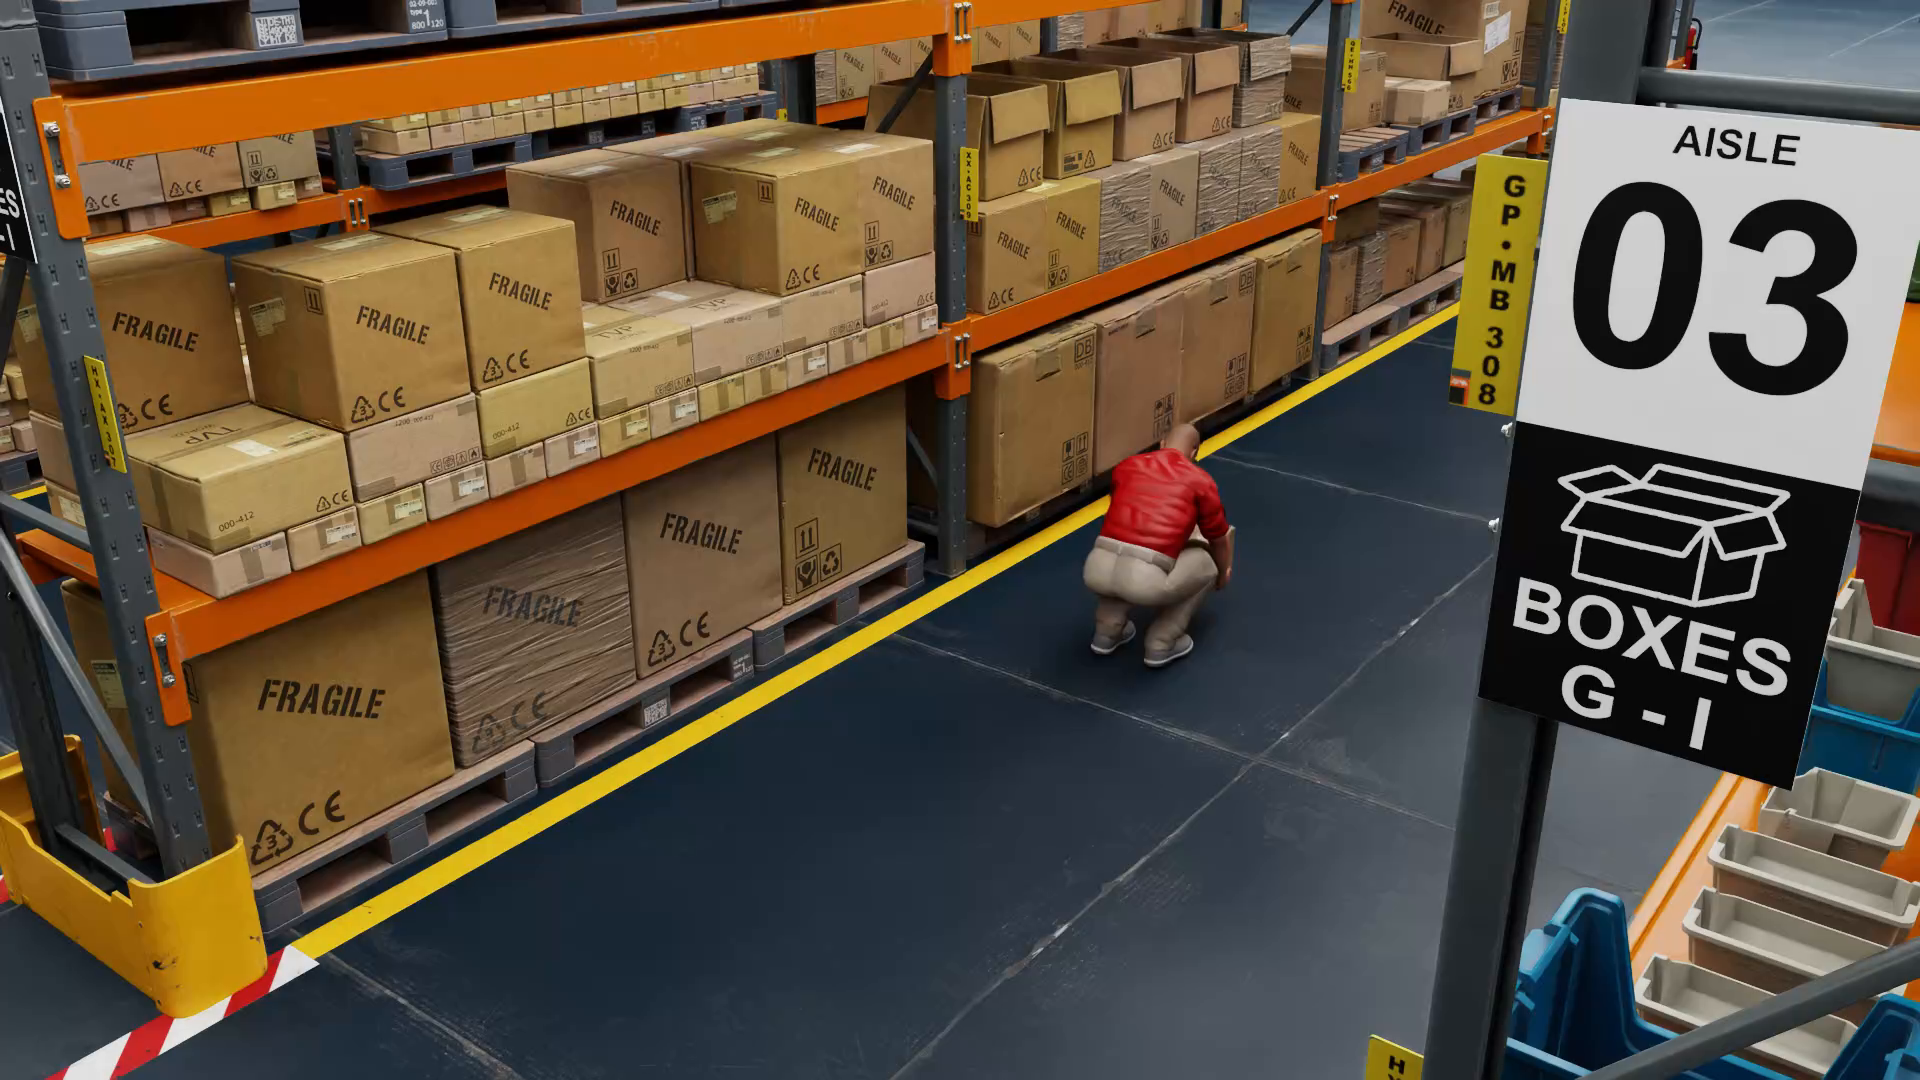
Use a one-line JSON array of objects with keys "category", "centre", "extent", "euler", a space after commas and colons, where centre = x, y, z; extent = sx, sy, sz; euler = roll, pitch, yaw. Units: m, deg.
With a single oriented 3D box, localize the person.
[{"category": "person", "centre": [0.884, 0.020, 7.534], "extent": [0.558, 0.976, 0.878], "euler": [17, 28, 33]}]
